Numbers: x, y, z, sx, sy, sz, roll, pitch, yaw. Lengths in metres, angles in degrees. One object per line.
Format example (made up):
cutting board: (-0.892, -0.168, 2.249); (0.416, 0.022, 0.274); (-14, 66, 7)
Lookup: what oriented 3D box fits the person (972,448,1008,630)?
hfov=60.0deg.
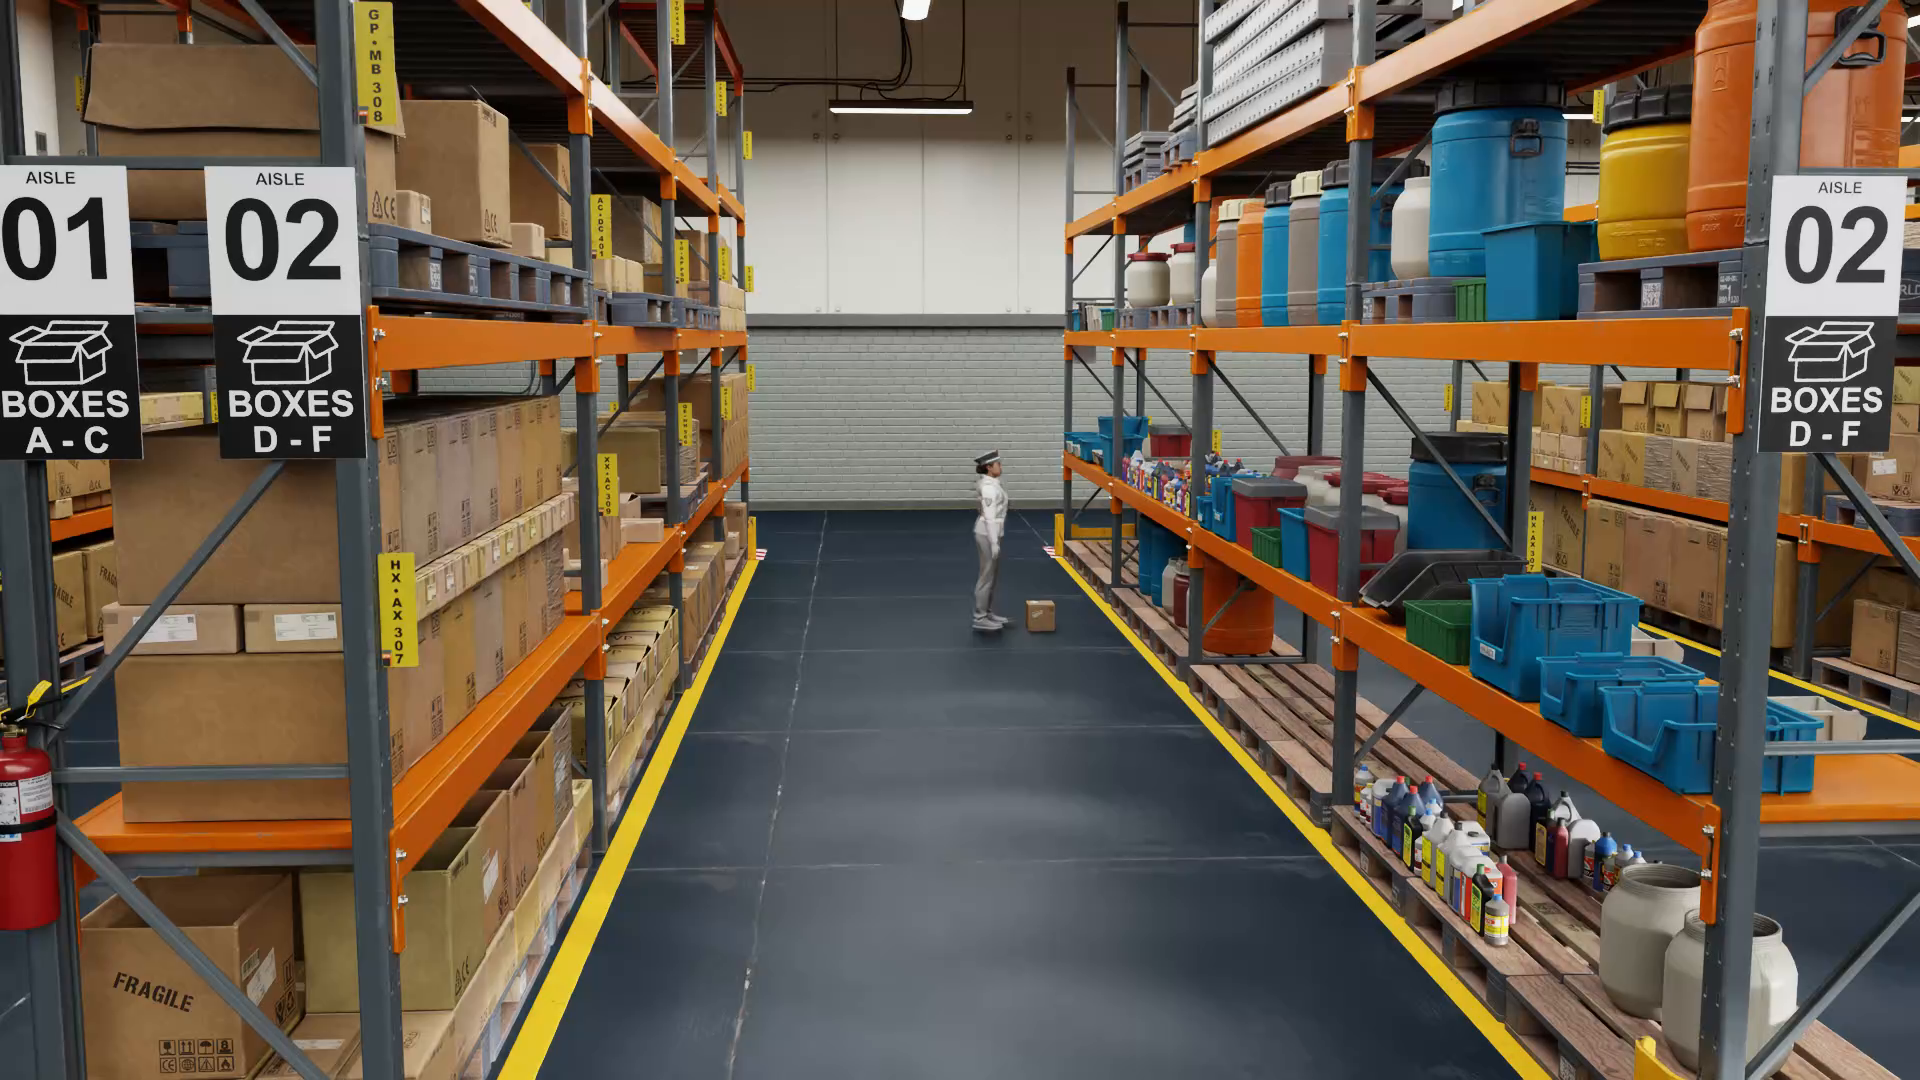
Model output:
person: (0.290, -0.016, 15.568); (0.356, 1.689, 0.507); (0, 7, -4)
